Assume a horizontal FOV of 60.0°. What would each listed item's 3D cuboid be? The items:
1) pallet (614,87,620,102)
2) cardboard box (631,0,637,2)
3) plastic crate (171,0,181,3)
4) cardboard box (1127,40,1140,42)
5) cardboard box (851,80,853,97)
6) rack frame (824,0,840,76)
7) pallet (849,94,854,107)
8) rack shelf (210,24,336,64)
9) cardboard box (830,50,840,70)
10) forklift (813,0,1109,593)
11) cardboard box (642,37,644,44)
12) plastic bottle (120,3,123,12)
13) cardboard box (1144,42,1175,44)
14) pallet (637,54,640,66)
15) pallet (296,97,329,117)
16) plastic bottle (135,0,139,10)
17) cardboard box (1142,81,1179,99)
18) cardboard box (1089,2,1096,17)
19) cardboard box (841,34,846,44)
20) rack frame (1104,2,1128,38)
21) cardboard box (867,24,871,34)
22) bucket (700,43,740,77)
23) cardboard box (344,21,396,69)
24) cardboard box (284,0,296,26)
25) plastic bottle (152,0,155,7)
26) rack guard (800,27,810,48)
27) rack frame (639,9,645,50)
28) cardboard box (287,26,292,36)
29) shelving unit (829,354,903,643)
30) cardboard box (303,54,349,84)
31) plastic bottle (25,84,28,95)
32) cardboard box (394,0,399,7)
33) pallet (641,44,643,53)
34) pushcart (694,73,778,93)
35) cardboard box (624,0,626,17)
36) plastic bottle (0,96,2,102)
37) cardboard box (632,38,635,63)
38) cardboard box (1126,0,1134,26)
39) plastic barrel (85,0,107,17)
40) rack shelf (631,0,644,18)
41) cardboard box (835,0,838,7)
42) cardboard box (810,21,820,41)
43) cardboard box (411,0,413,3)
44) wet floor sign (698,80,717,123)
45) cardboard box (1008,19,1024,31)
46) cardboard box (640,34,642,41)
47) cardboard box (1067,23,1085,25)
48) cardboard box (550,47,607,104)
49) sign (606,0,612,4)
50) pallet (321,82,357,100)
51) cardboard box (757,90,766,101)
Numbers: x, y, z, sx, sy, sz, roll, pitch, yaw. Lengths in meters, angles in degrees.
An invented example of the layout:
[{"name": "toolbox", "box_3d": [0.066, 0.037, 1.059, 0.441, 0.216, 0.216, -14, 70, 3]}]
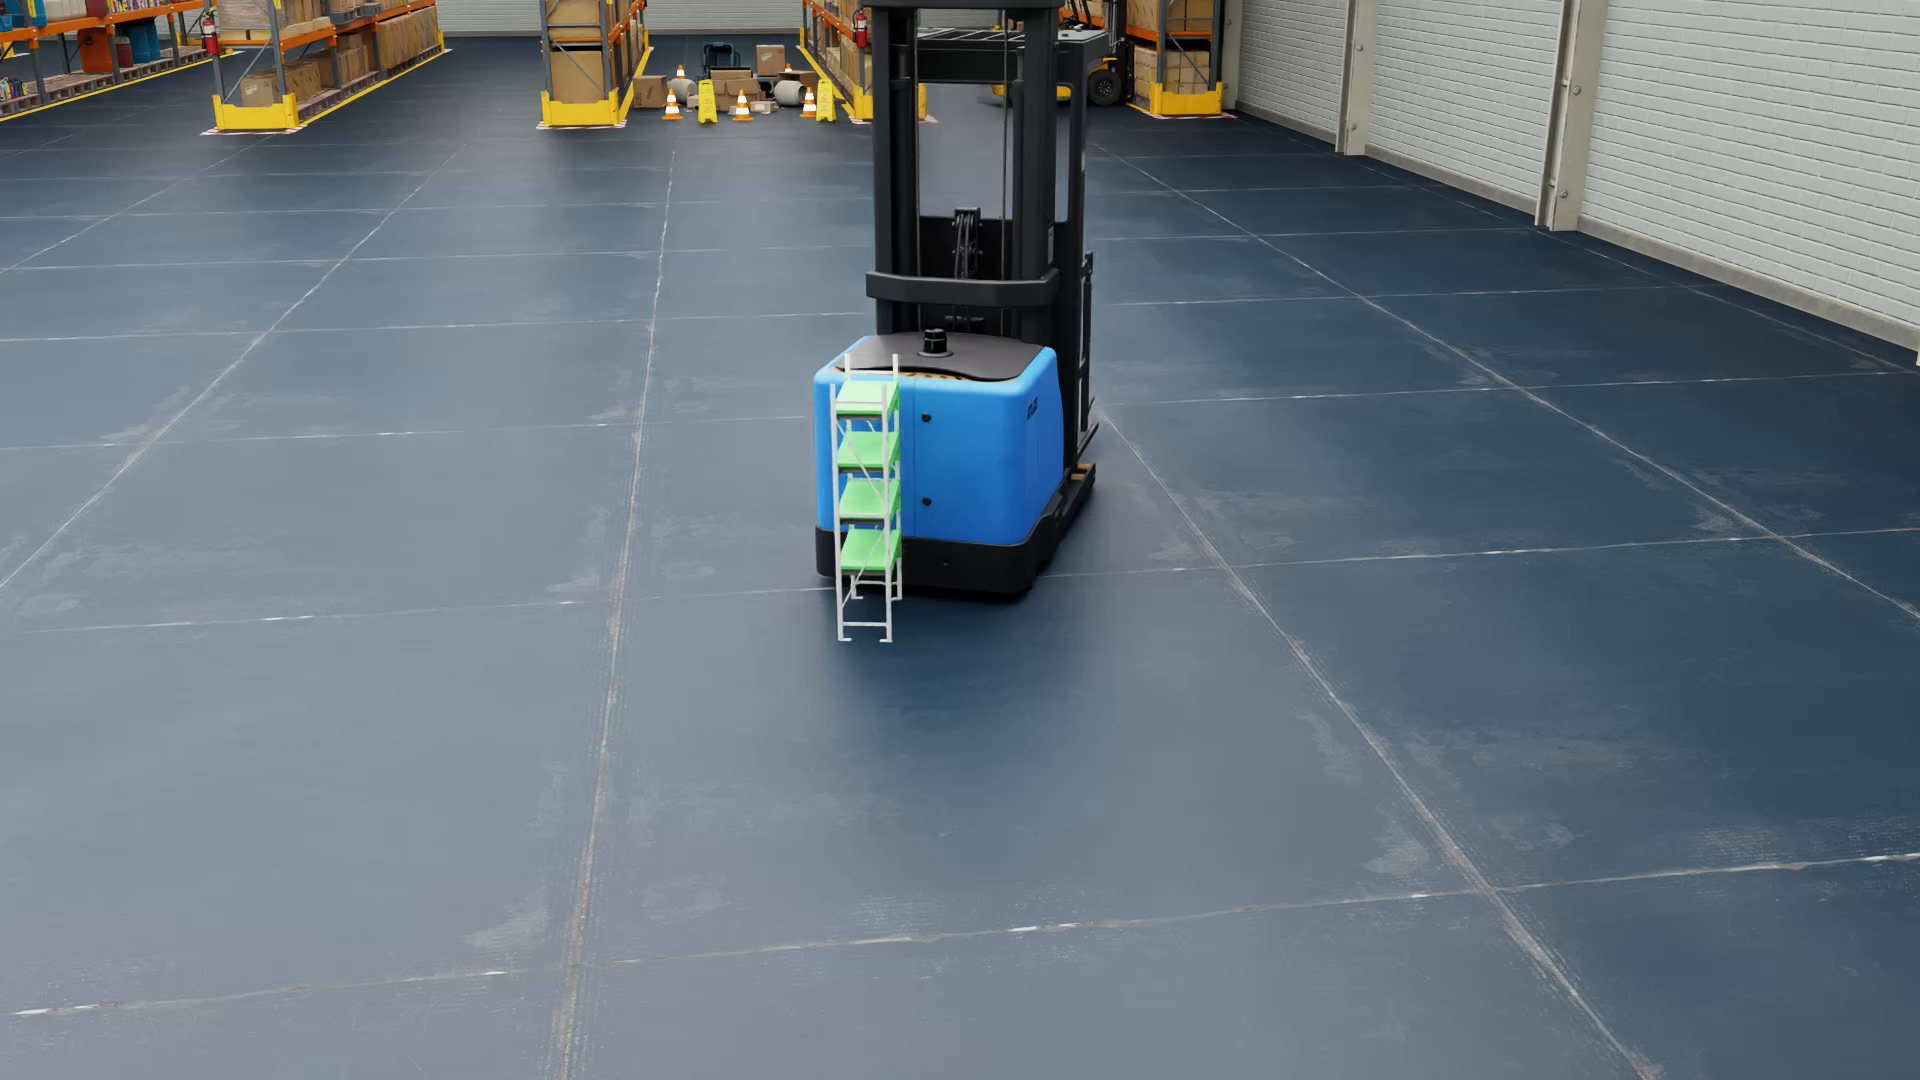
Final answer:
[{"name": "pallet", "box_3d": [-6.563, -7.849, 29.429, 1.003, 0.211, 1.213, -3, 21, -8]}, {"name": "cardboard box", "box_3d": [-7.465, -12.189, 37.424, 0.380, 0.149, 0.250, -2, 21, -6]}, {"name": "plastic crate", "box_3d": [-17.453, -12.107, 36.668, 0.402, 0.464, 0.583, -3, 21, -8]}, {"name": "cardboard box", "box_3d": [3.023, -8.975, 30.359, 0.500, 0.250, 0.500, -3, 21, -8]}, {"name": "cardboard box", "box_3d": [-1.584, -7.677, 28.313, 0.500, 0.250, 0.500, -3, 21, -8]}, {"name": "rack frame", "box_3d": [-2.288, -11.092, 34.127, 1.000, 3.000, 0.127, -3, 21, -8]}, {"name": "pallet", "box_3d": [-1.400, -7.747, 29.156, 1.003, 0.211, 1.213, -3, 21, -8]}, {"name": "rack shelf", "box_3d": [-11.229, -8.178, 27.353, 1.077, 0.370, 4.000, -3, 21, -8]}, {"name": "cardboard box", "box_3d": [-2.102, -9.607, 33.305, 0.950, 0.372, 0.625, -3, 21, -9]}, {"name": "forklift", "box_3d": [0.152, -1.604, 8.822, 1.130, 2.935, 3.031, 5, 21, 13]}, {"name": "cardboard box", "box_3d": [-7.905, -12.183, 40.522, 0.380, 0.149, 0.250, -2, 21, -6]}, {"name": "plastic bottle", "box_3d": [-16.814, -10.663, 33.263, 0.097, 0.201, 0.097, 0, 20, 0]}, {"name": "cardboard box", "box_3d": [3.610, -8.825, 29.957, 0.500, 0.250, 0.500, -3, 21, -7]}, {"name": "pallet", "box_3d": [-7.634, -10.616, 36.839, 1.003, 0.211, 1.213, -3, 21, -8]}, {"name": "pallet", "box_3d": [-11.207, -7.247, 27.817, 1.003, 0.211, 1.213, -3, 21, -8]}, {"name": "plastic bottle", "box_3d": [-16.939, -11.047, 34.172, 0.061, 0.283, 0.133, -3, 21, -8]}, {"name": "cardboard box", "box_3d": [3.396, -7.629, 28.185, 0.500, 0.250, 0.500, -3, 21, -7]}, {"name": "cardboard box", "box_3d": [2.791, -10.224, 32.016, 0.500, 0.250, 0.500, -3, 21, -8]}, {"name": "cardboard box", "box_3d": [-1.935, -9.007, 29.875, 0.380, 0.149, 0.250, -3, 21, -7]}, {"name": "rack frame", "box_3d": [3.200, -9.959, 31.093, 1.000, 3.000, 0.127, -3, 21, -8]}, {"name": "cardboard box", "box_3d": [-1.400, -8.323, 27.073, 0.380, 0.149, 0.250, -2, 21, -6]}, {"name": "bucket", "box_3d": [-4.294, -8.670, 30.149, 0.726, 0.611, 0.620, 4, 11, 11]}, {"name": "cardboard box", "box_3d": [-12.173, -10.034, 33.730, 1.225, 0.875, 0.875, -4, 21, -10]}, {"name": "cardboard box", "box_3d": [-11.213, -8.543, 26.733, 0.875, 0.500, 0.500, -3, 21, -8]}, {"name": "plastic bottle", "box_3d": [-17.143, -11.423, 35.189, 0.152, 0.276, 0.135, -3, 21, -8]}, {"name": "rack guard", "box_3d": [-3.444, -12.699, 42.003, 1.175, 0.500, 0.348, -3, 21, -8]}, {"name": "rack frame", "box_3d": [-8.325, -13.577, 40.781, 1.000, 3.000, 0.127, -3, 21, -8]}, {"name": "cardboard box", "box_3d": [-10.841, -8.076, 26.410, 0.380, 0.149, 0.250, -3, 21, -8]}, {"name": "shelving unit", "box_3d": [-0.414, -0.191, 7.504, 0.258, 1.200, 0.503, 1, 21, 3]}, {"name": "cardboard box", "box_3d": [-11.635, -8.622, 30.458, 0.700, 0.500, 0.500, -3, 21, -8]}, {"name": "plastic bottle", "box_3d": [-16.058, -7.743, 28.530, 0.097, 0.201, 0.097, 0, 20, 0]}, {"name": "cardboard box", "box_3d": [-12.186, -11.524, 35.140, 0.500, 0.500, 0.500, -3, 21, -8]}, {"name": "pallet", "box_3d": [-8.232, -11.962, 40.441, 1.003, 0.211, 1.213, -3, 21, -8]}, {"name": "pushcart", "box_3d": [-3.960, -8.346, 30.524, 1.648, 0.377, 0.936, -11, 23, -26]}, {"name": "cardboard box", "box_3d": [-6.620, -10.189, 31.566, 0.500, 0.500, 0.500, -3, 21, -7]}, {"name": "plastic bottle", "box_3d": [-15.888, -7.367, 27.425, 0.097, 0.271, 0.097, 0, 20, 0]}, {"name": "cardboard box", "box_3d": [-7.097, -10.265, 34.885, 0.500, 0.500, 0.500, -3, 21, -7]}, {"name": "cardboard box", "box_3d": [3.223, -9.309, 29.210, 0.500, 0.500, 0.500, -3, 21, -7]}, {"name": "plastic barrel", "box_3d": [-16.629, -10.261, 31.707, 0.600, 0.536, 0.708, -3, 21, -8]}, {"name": "rack shelf", "box_3d": [-8.036, -12.548, 39.053, 1.077, 0.370, 4.000, -3, 21, -8]}, {"name": "cardboard box", "box_3d": [-2.152, -10.130, 31.310, 0.380, 0.149, 0.250, -3, 21, -9]}, {"name": "cardboard box", "box_3d": [-3.247, -12.635, 41.320, 0.875, 0.438, 0.875, -4, 21, -10]}, {"name": "cardboard box", "box_3d": [-12.422, -12.070, 37.103, 0.380, 0.149, 0.250, -4, 21, -10]}, {"name": "wet floor sign", "box_3d": [-4.055, -7.024, 26.601, 0.267, 0.644, 0.232, -7, 21, -17]}, {"name": "cardboard box", "box_3d": [1.549, -12.625, 41.203, 0.700, 0.500, 0.500, -2, 21, -6]}, {"name": "cardboard box", "box_3d": [-7.716, -11.867, 39.252, 0.380, 0.149, 0.250, -3, 21, -7]}, {"name": "cardboard box", "box_3d": [2.614, -11.499, 37.263, 0.380, 0.149, 0.250, -3, 21, -7]}, {"name": "cardboard box", "box_3d": [-6.181, -7.470, 26.867, 0.875, 0.875, 0.875, -3, 21, -7]}, {"name": "sign", "box_3d": [-5.468, -8.506, 25.853, 0.100, 0.325, 0.005, -3, 21, -8]}, {"name": "pallet", "box_3d": [-11.631, -8.170, 30.290, 1.003, 0.211, 1.213, -3, 21, -8]}, {"name": "cardboard box", "box_3d": [-3.718, -8.036, 29.852, 0.396, 0.266, 0.258, 17, 27, 39]}]
